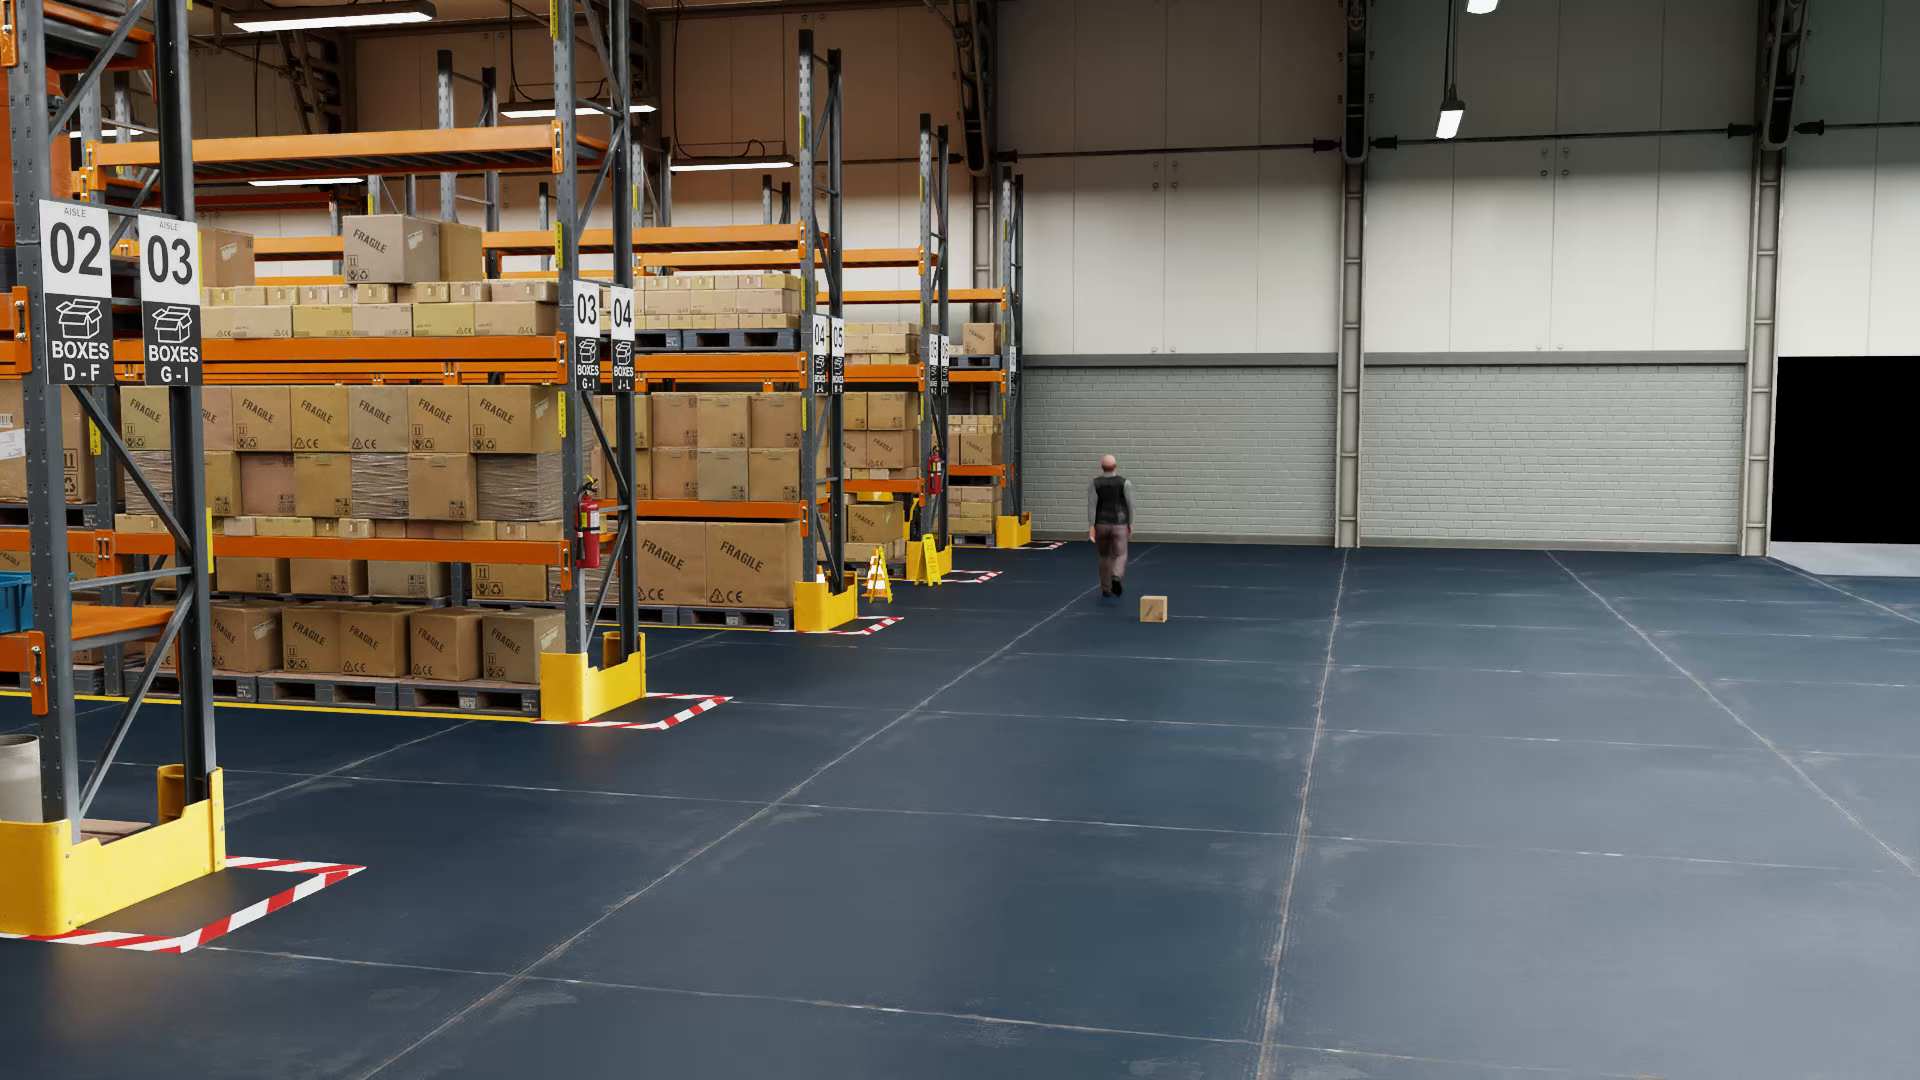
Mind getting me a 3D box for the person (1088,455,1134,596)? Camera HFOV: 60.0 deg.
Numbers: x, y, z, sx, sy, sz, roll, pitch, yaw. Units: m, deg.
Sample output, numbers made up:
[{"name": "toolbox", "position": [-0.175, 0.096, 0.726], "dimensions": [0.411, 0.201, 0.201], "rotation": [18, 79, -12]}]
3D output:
[{"name": "person", "position": [1.772, -0.157, 19.519], "dimensions": [0.543, 1.686, 0.859], "rotation": [1, 5, 11]}]
